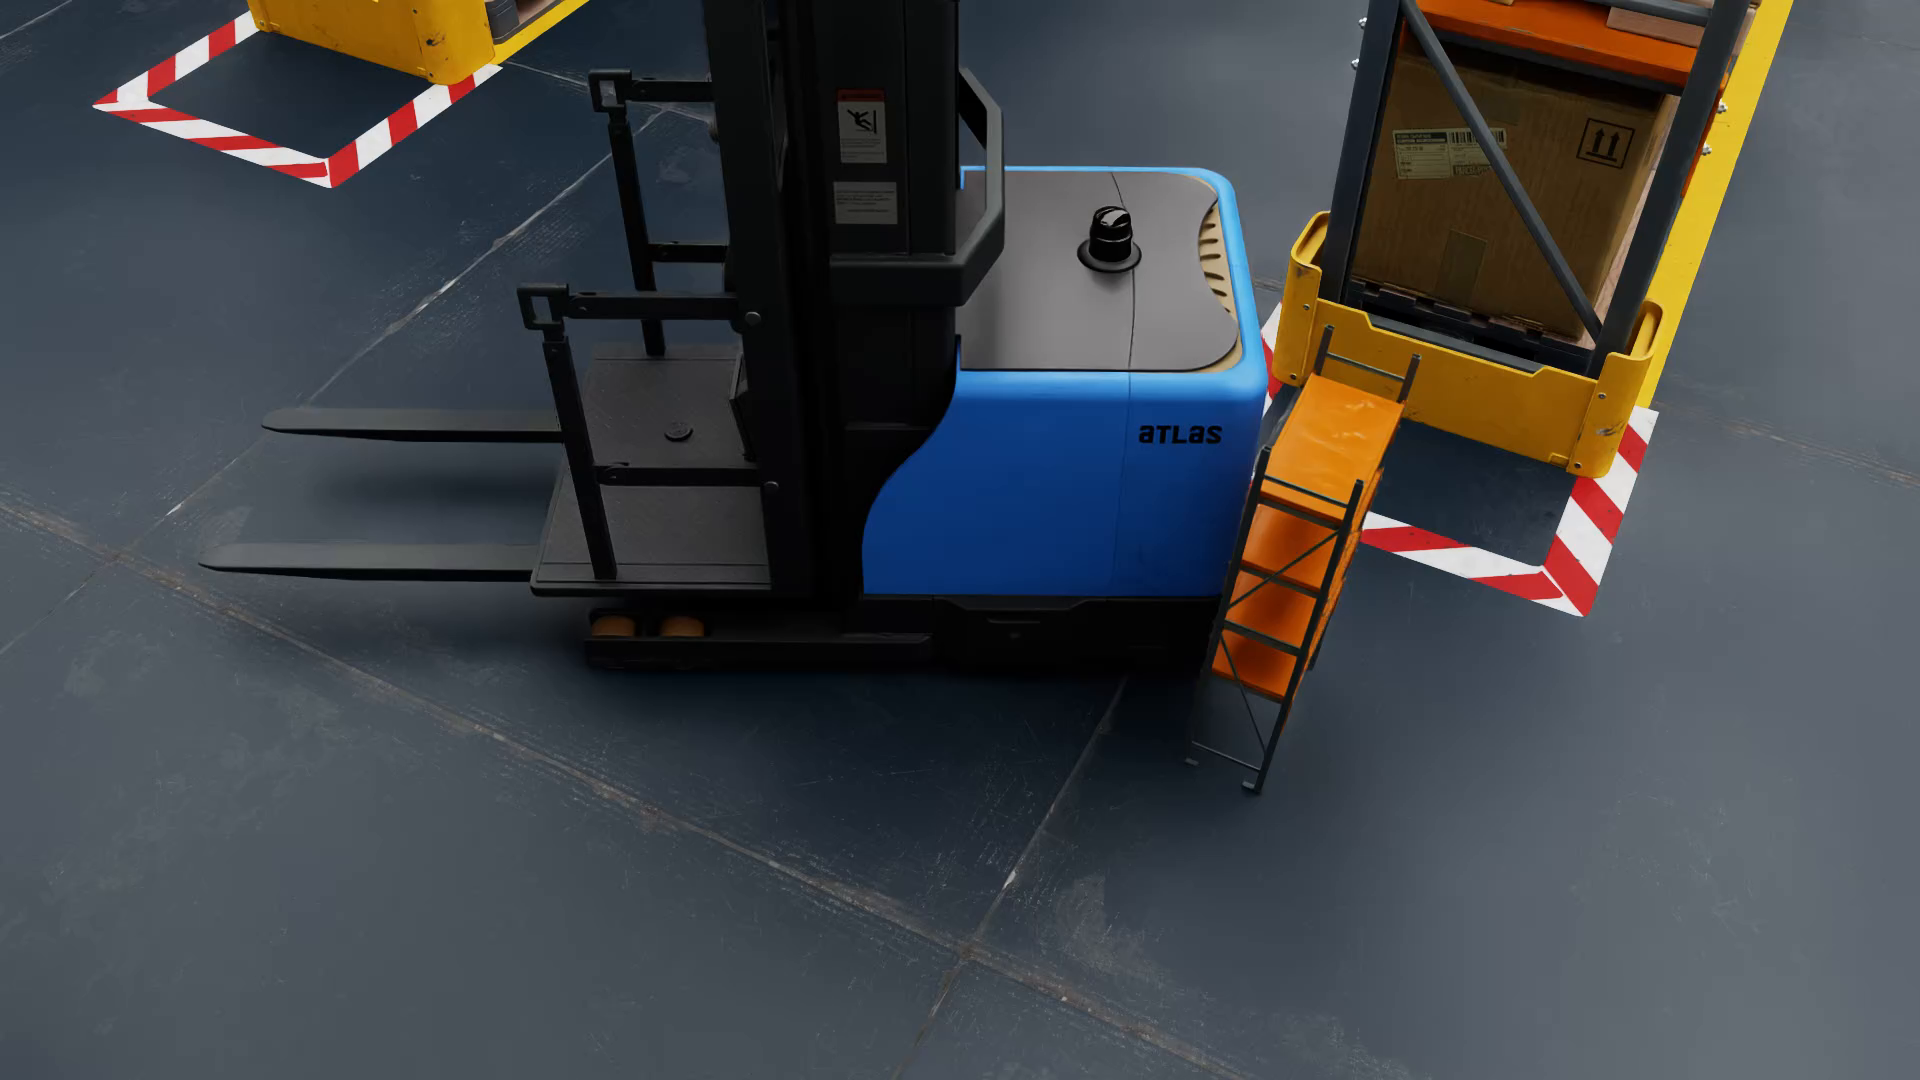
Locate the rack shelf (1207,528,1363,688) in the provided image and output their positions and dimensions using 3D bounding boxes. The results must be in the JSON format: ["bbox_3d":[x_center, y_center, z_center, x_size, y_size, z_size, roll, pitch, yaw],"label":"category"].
[{"bbox_3d":[0.856,0.129,4.361,0.258,0.148,0.480,21,49,15],"label":"rack shelf"}]

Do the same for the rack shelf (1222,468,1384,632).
[{"bbox_3d":[0.869,-0.023,4.198,0.258,0.148,0.480,21,49,15],"label":"rack shelf"}]

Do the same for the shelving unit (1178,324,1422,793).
[{"bbox_3d":[0.860,0.084,4.312,0.258,1.200,0.503,21,49,15],"label":"shelving unit"}]

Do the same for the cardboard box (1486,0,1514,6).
[{"bbox_3d":[1.551,-1.799,5.096,0.380,0.149,0.250,21,49,20],"label":"cardboard box"}]

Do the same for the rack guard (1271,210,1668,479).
[{"bbox_3d":[1.666,-0.661,5.552,1.175,0.500,0.348,20,49,19],"label":"rack guard"}]

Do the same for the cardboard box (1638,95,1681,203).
[{"bbox_3d":[2.326,-1.958,6.275,0.875,0.875,0.875,20,49,19],"label":"cardboard box"}]

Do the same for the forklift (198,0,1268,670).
[{"bbox_3d":[-0.717,-1.028,4.205,3.031,2.935,1.130,1,45,1],"label":"forklift"}]

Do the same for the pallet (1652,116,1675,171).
[{"bbox_3d":[2.546,-1.870,6.949,1.003,0.211,1.213,20,49,19],"label":"pallet"}]

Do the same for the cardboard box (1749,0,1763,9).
[{"bbox_3d":[2.139,-1.820,4.836,0.500,0.250,0.500,19,48,18],"label":"cardboard box"}]

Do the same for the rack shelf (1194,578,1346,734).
[{"bbox_3d":[0.844,0.264,4.506,0.258,0.148,0.480,21,49,15],"label":"rack shelf"}]

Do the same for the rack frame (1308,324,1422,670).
[{"bbox_3d":[0.965,-0.073,4.467,0.240,1.200,0.015,21,49,15],"label":"rack frame"}]

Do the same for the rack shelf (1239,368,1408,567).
[{"bbox_3d":[0.883,-0.184,4.025,0.258,0.148,0.480,21,49,15],"label":"rack shelf"}]

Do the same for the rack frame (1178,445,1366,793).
[{"bbox_3d":[0.754,0.240,4.158,0.240,1.200,0.015,21,49,15],"label":"rack frame"}]

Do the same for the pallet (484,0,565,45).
[{"bbox_3d":[-2.226,-2.824,7.892,1.003,0.211,1.213,20,49,19],"label":"pallet"}]

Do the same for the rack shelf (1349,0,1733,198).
[{"bbox_3d":[2.605,-2.562,6.179,1.077,0.370,4.000,20,49,19],"label":"rack shelf"}]

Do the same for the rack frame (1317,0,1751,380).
[{"bbox_3d":[1.677,-1.555,4.677,1.000,3.000,0.127,20,49,19],"label":"rack frame"}]

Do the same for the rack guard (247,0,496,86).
[{"bbox_3d":[-2.634,-2.425,7.295,1.175,0.500,0.348,20,49,19],"label":"rack guard"}]

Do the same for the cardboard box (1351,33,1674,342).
[{"bbox_3d":[1.903,-1.385,5.708,0.875,0.875,0.875,20,49,19],"label":"cardboard box"}]

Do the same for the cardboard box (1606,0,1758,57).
[{"bbox_3d":[2.134,-1.581,4.880,0.380,0.149,0.250,21,49,19],"label":"cardboard box"}]

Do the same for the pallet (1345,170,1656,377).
[{"bbox_3d":[1.979,-1.104,6.193,1.003,0.211,1.213,20,49,19],"label":"pallet"}]
